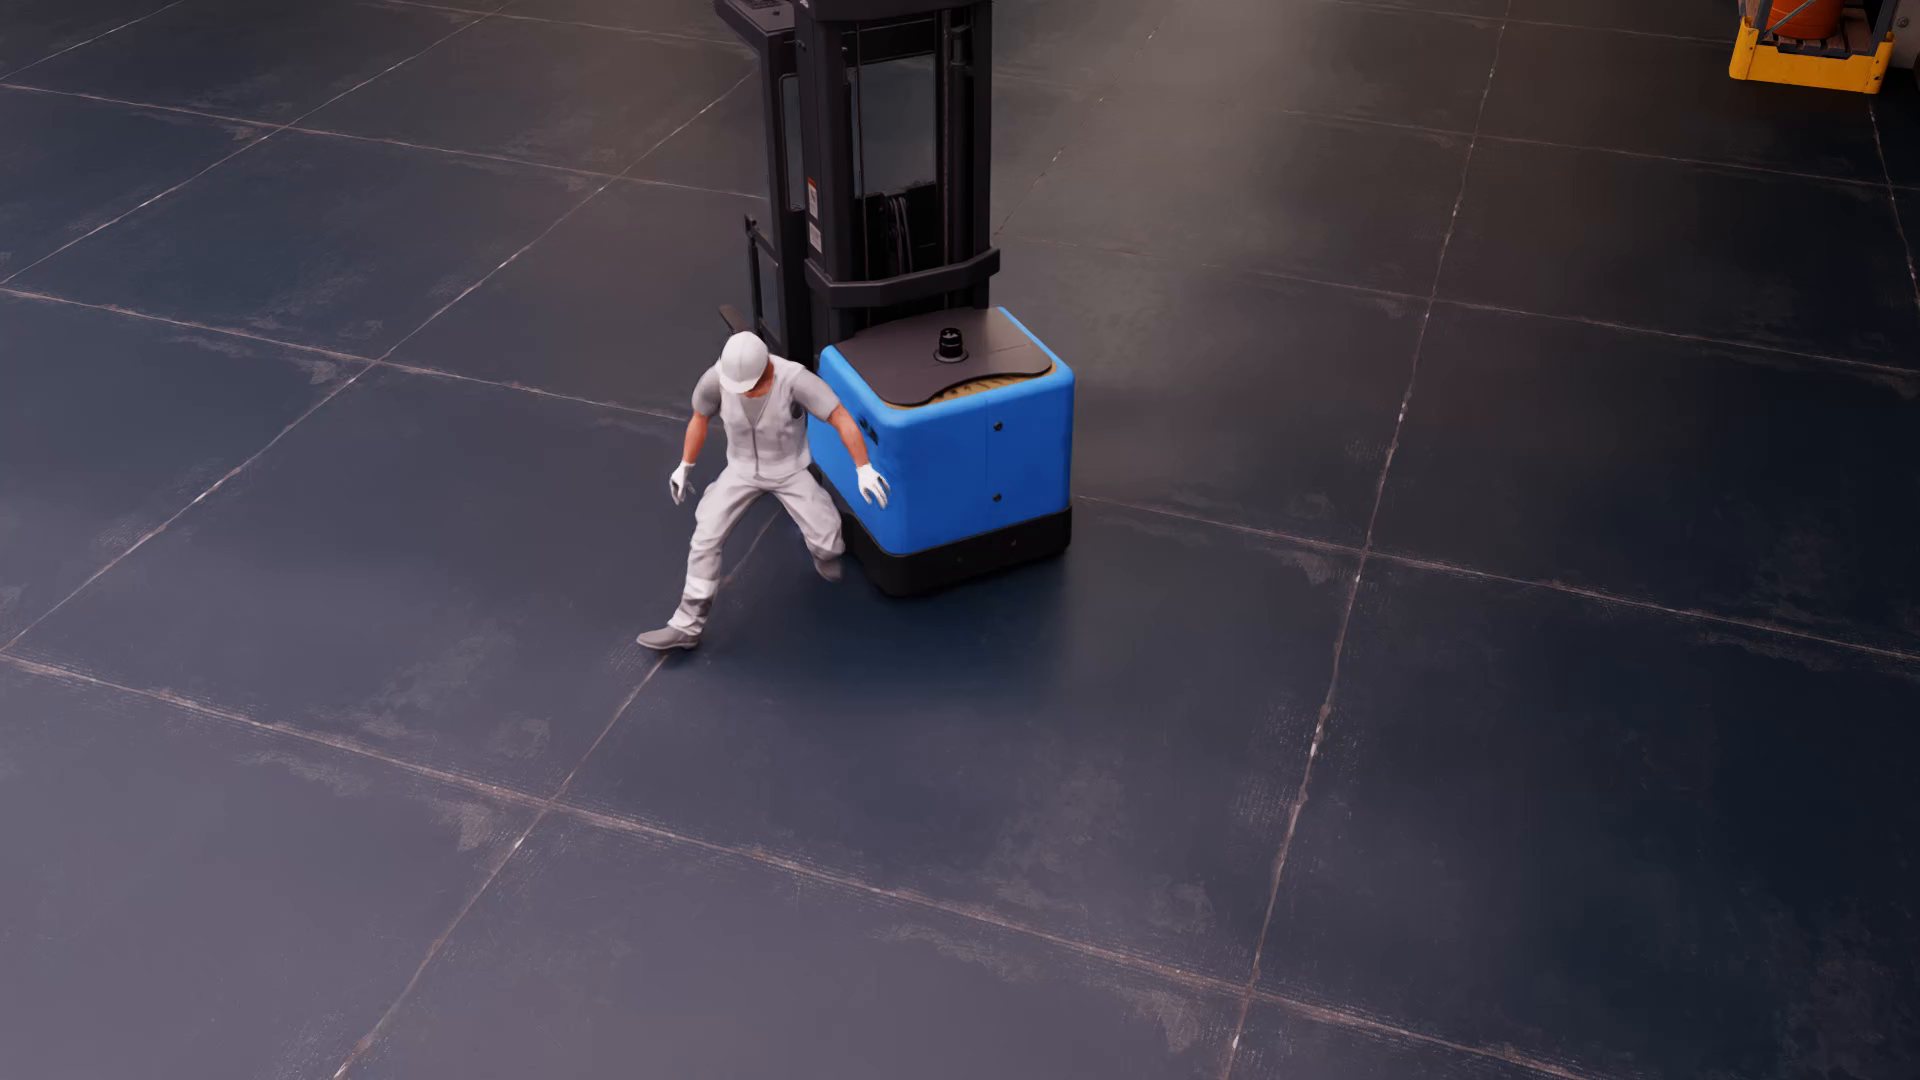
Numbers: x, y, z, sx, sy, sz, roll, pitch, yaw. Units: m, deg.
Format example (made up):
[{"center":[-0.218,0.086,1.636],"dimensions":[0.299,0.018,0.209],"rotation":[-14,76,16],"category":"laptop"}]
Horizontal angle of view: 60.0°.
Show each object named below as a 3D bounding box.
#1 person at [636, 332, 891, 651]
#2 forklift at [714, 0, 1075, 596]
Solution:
[{"center":[-0.852,-0.255,7.618],"dimensions":[1.158,1.578,0.924],"rotation":[8,36,11],"category":"person"},{"center":[-0.533,-1.762,8.597],"dimensions":[1.130,2.935,3.031],"rotation":[-16,38,-21],"category":"forklift"}]
